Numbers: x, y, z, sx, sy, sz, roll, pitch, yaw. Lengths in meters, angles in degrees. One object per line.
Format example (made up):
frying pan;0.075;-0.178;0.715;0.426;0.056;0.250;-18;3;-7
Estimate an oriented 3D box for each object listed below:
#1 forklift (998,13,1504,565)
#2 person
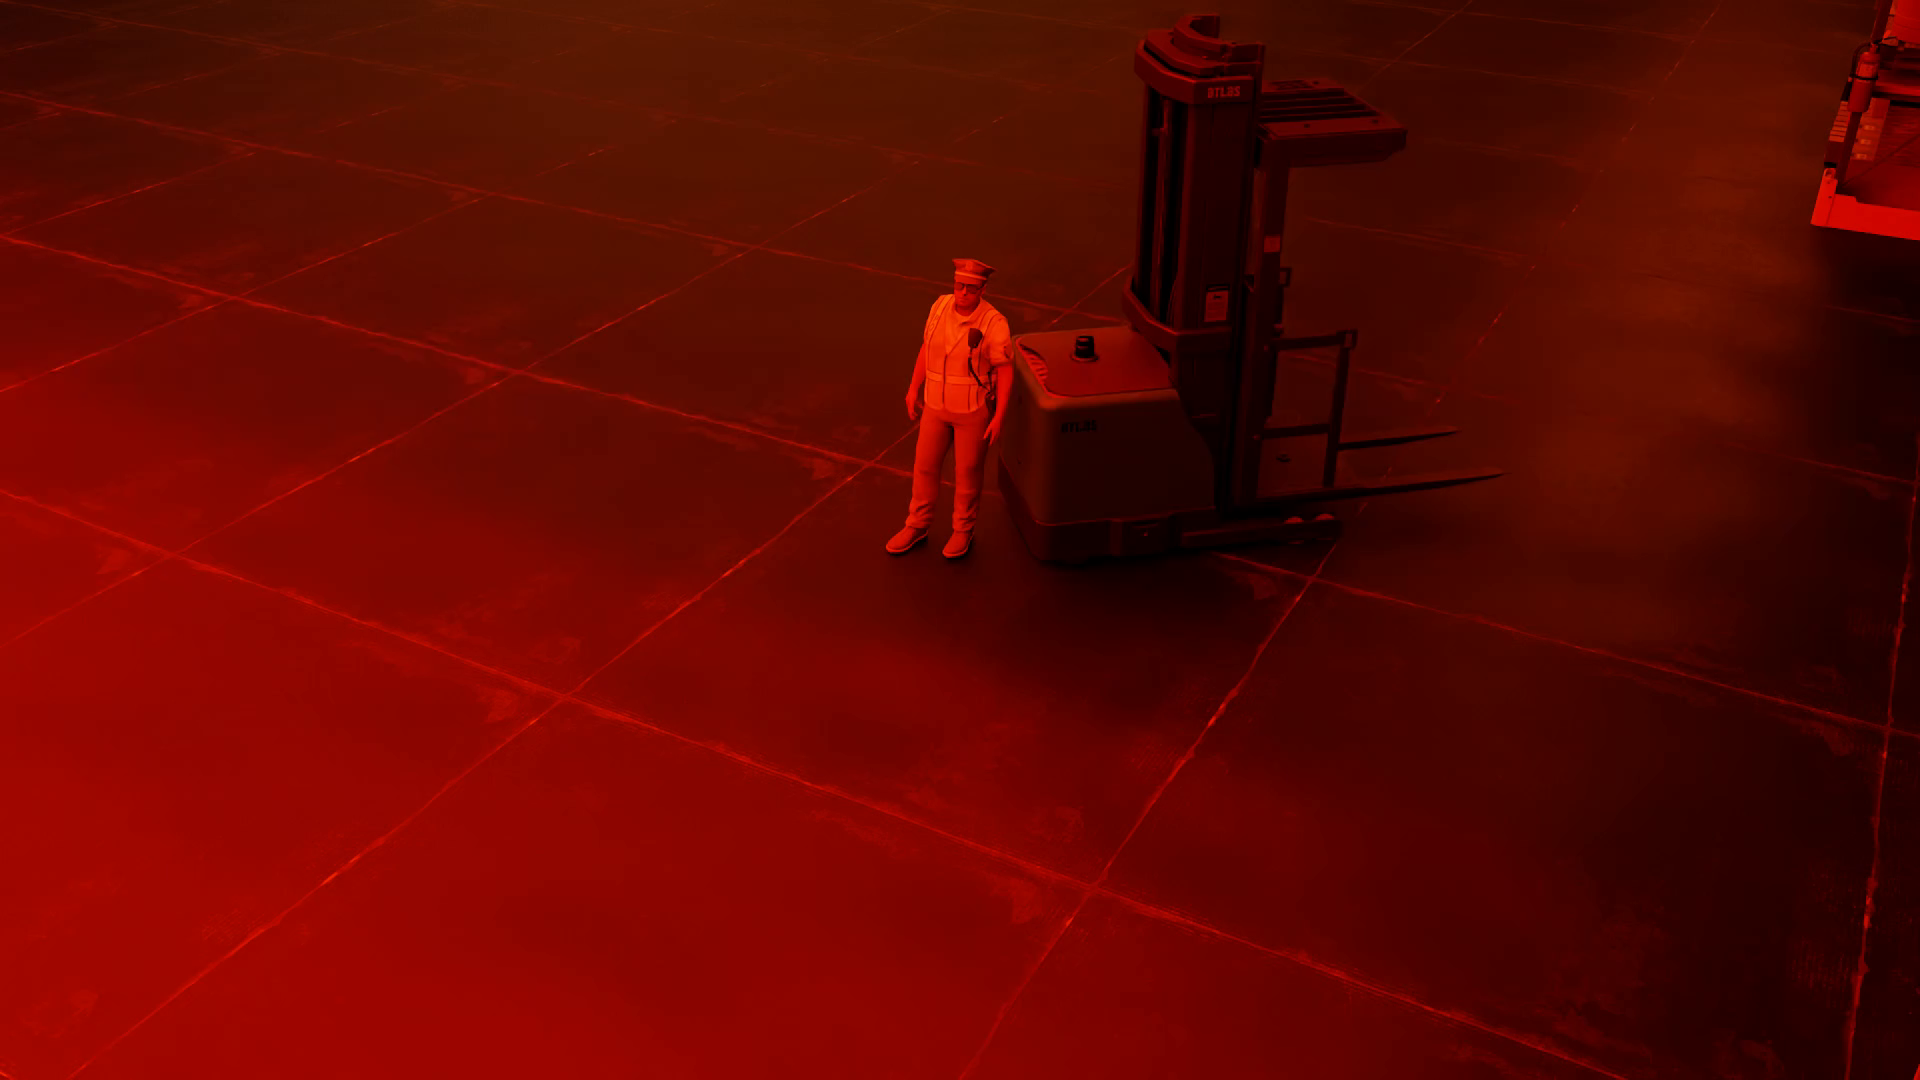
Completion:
forklift;1.812;-1.491;9.654;3.031;2.935;1.130;-6;31;-11
person;-0.048;-0.747;9.500;0.640;1.781;0.575;15;33;25
